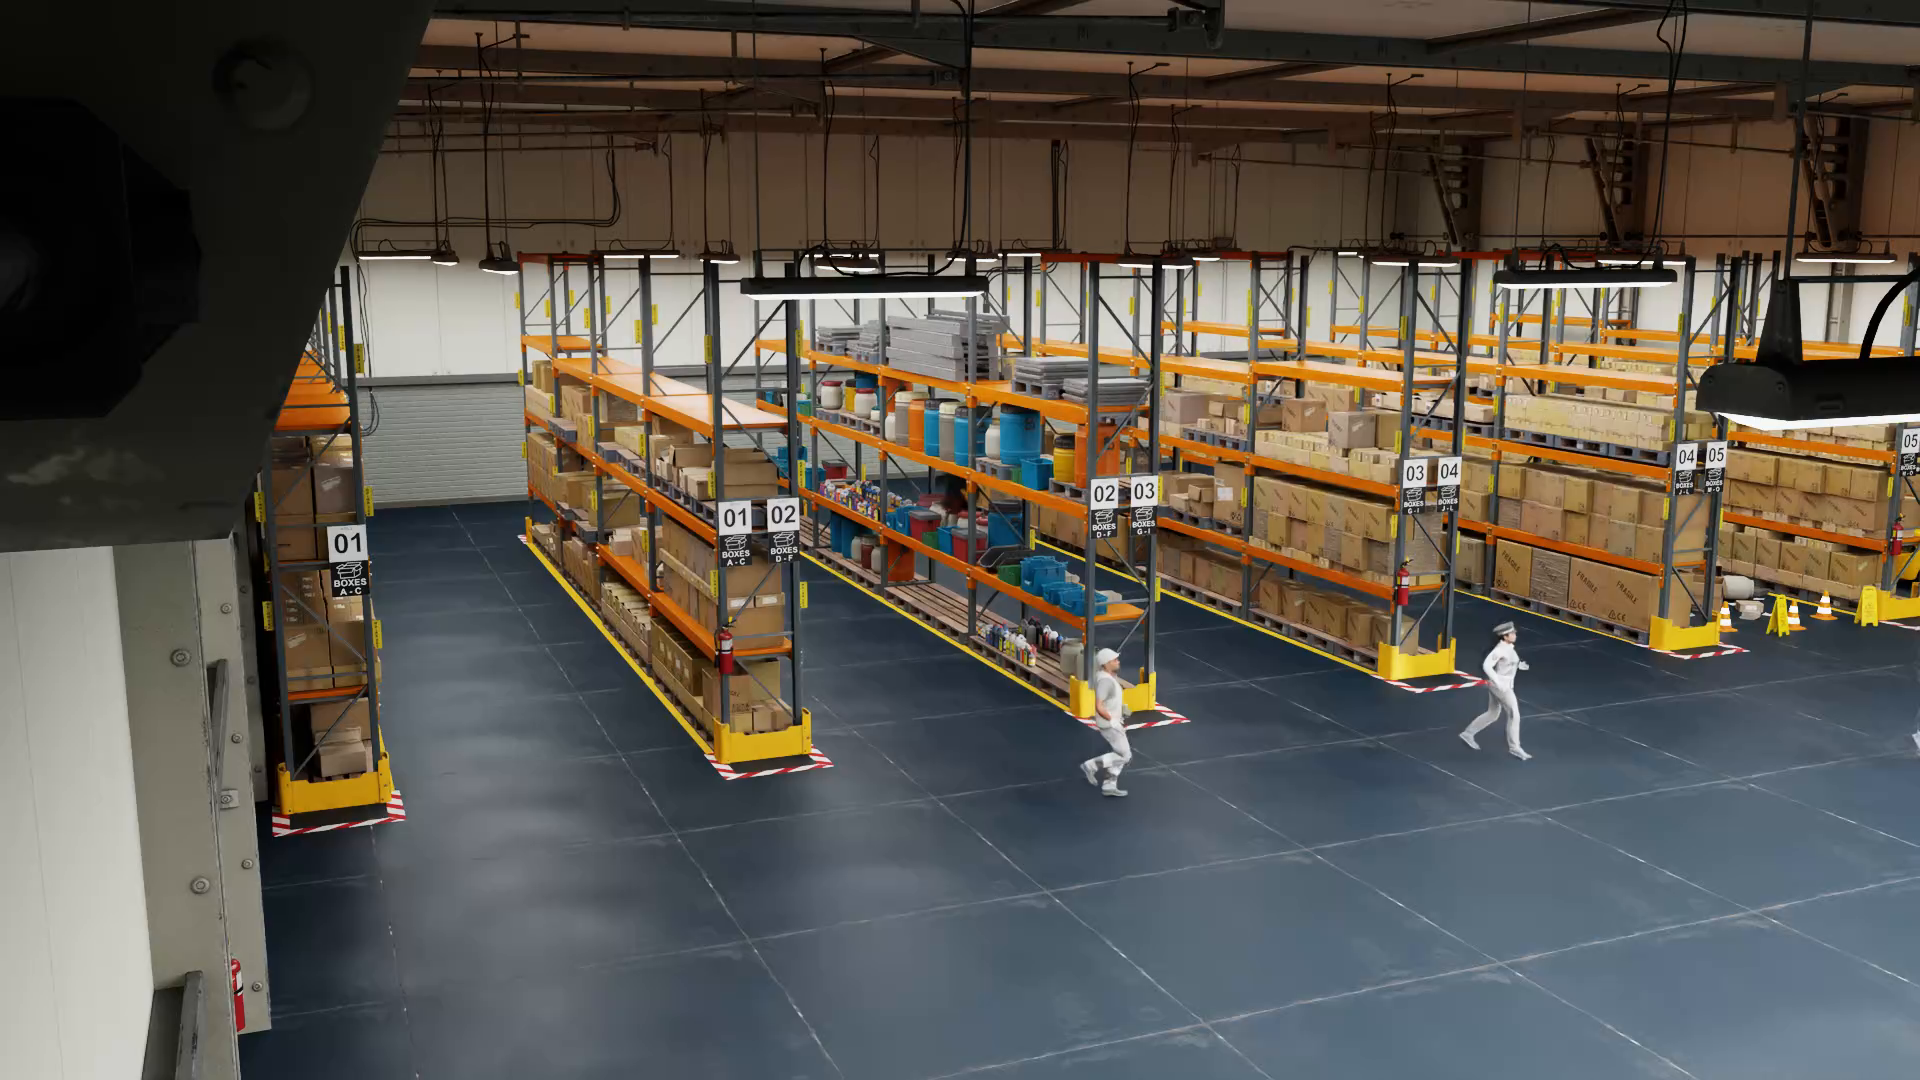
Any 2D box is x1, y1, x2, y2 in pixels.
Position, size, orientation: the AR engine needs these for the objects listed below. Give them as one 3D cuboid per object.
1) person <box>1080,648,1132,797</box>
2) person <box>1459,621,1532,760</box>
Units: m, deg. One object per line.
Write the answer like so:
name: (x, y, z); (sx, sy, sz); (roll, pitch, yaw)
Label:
person: (1.664, 2.075, 18.924); (0.591, 1.732, 0.673); (1, 10, 3)
person: (6.598, 1.824, 20.371); (0.867, 1.723, 0.567); (2, 11, 13)
